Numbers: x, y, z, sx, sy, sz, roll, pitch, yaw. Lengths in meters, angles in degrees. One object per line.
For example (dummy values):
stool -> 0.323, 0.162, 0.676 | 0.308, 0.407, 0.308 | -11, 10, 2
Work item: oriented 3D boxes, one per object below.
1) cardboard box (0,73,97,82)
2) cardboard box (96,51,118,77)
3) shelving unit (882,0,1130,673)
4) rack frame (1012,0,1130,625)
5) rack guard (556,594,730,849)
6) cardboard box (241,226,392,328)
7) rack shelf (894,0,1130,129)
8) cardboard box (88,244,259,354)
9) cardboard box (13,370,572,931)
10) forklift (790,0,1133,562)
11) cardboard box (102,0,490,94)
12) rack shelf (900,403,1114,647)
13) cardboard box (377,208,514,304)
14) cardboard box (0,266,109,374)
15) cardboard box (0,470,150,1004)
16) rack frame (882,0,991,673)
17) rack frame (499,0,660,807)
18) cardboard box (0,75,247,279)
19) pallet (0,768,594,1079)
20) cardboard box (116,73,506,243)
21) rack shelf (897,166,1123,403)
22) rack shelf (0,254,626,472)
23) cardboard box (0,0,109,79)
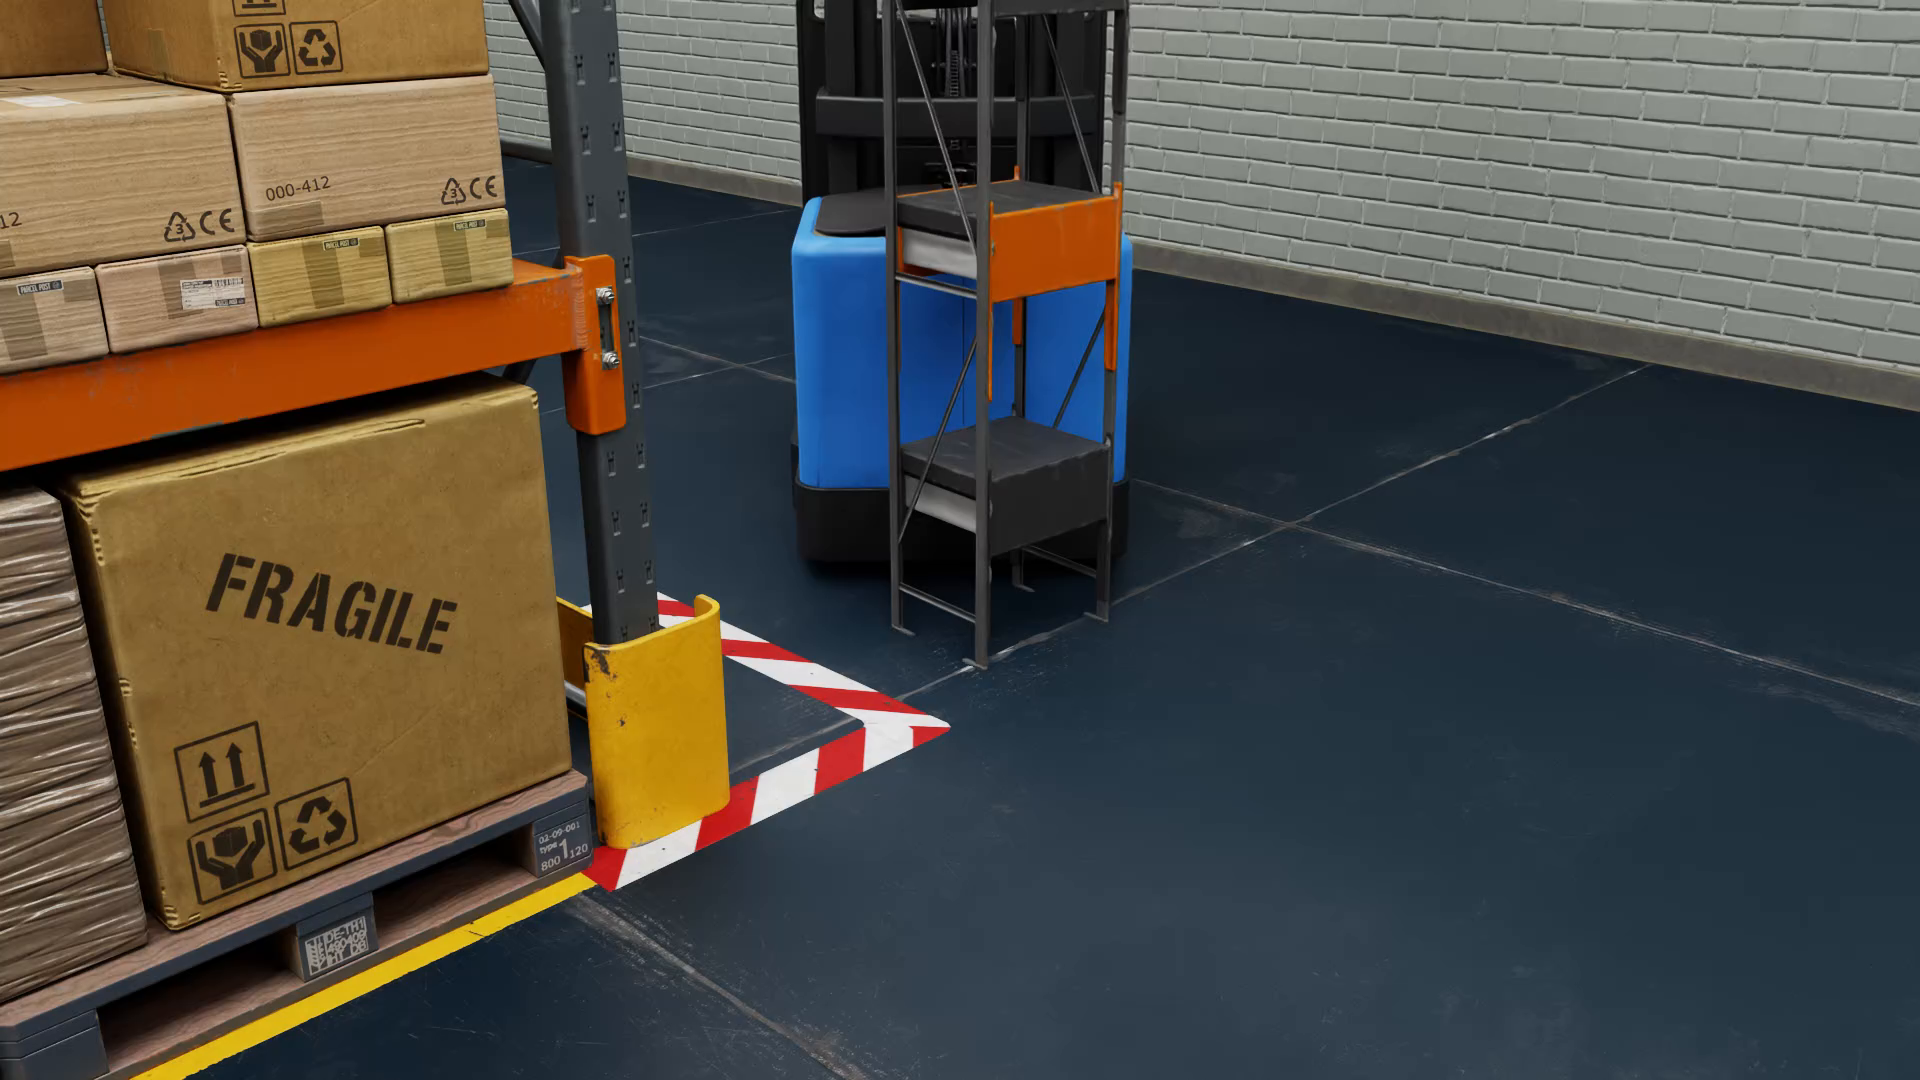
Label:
cardboard box -> -1.962, -0.754, 3.149 | 0.500, 0.250, 0.500 | 19, 28, 40
cardboard box -> -1.604, -0.889, 3.501 | 0.500, 0.250, 0.500 | 18, 28, 39
shelving unit -> 0.119, -0.725, 4.533 | 0.503, 2.100, 0.431 | -18, 27, -38
rack frame -> 0.301, -0.783, 4.685 | 0.015, 2.100, 0.400 | -18, 27, -38
rack guard -> -1.059, 0.285, 4.137 | 1.175, 0.500, 0.348 | 19, 28, 41
cardboard box -> -1.268, -0.517, 3.090 | 0.380, 0.149, 0.250 | 20, 28, 41
rack shelf -> 0.119, -1.365, 4.287 | 0.480, 0.518, 0.431 | -18, 27, -38
cardboard box -> -1.445, -0.453, 2.922 | 0.380, 0.149, 0.250 | 19, 28, 41
cardboard box -> -1.465, 0.104, 3.498 | 0.875, 0.875, 0.875 | 19, 28, 41
forklift -> -0.037, -1.779, 6.119 | 1.130, 2.935, 3.031 | -1, 21, -2
cardboard box -> -1.227, -1.104, 3.014 | 0.500, 0.500, 0.500 | 20, 29, 41
rack shelf -> 0.119, -0.059, 4.789 | 0.480, 0.518, 0.431 | -18, 27, -38
cardboard box -> -1.088, -0.585, 3.265 | 0.250, 0.149, 0.380 | -20, 28, -41
cardboard box -> -1.620, -0.389, 2.756 | 0.250, 0.149, 0.380 | -20, 28, -41
cardboard box -> -2.100, 0.338, 2.889 | 0.875, 0.875, 0.875 | 19, 28, 41
rack frame -> -0.063, -0.666, 4.382 | 0.015, 2.100, 0.400 | -18, 27, -38
rack frame -> -1.076, -0.876, 3.672 | 1.000, 3.000, 0.127 | 19, 28, 41
cardboard box -> -1.578, -0.623, 2.810 | 0.500, 0.250, 0.500 | 19, 28, 40
pallet -> -1.577, 0.651, 3.587 | 1.003, 0.211, 1.213 | 19, 28, 41
cardboard box -> -1.224, -0.754, 3.149 | 0.500, 0.250, 0.500 | 19, 28, 40
rack shelf -> 0.119, -0.712, 4.538 | 0.480, 0.518, 0.431 | -18, 27, -38
rack shelf -> -2.471, -0.026, 2.464 | 1.077, 0.370, 4.000 | 19, 28, 41
cardboard box -> -1.953, -1.110, 3.032 | 0.500, 0.500, 0.500 | 18, 28, 39
